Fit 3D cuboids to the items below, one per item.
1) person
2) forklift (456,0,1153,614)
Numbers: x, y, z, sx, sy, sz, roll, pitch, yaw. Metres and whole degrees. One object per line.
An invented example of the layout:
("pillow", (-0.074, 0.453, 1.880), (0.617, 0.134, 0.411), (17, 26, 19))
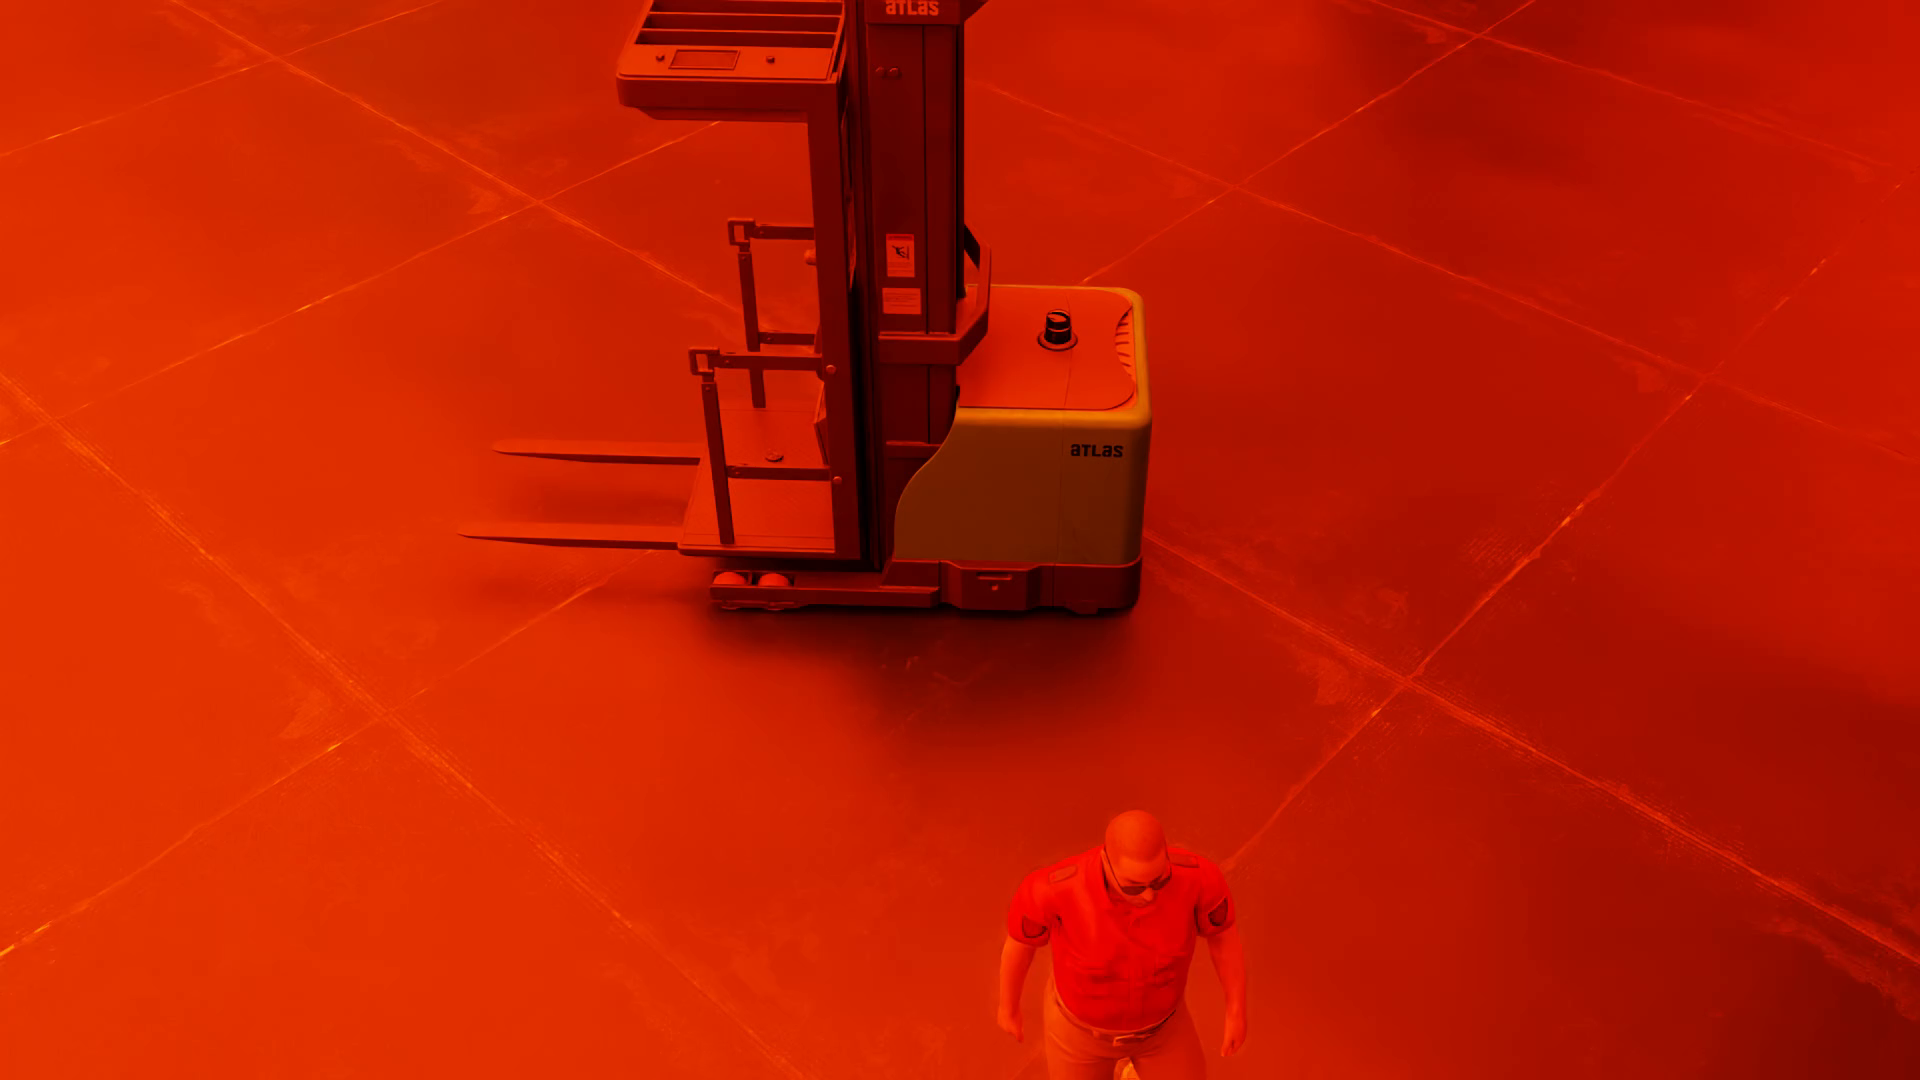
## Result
("person", (0.471, 1.380, 4.761), (0.699, 1.708, 0.477), (-7, 41, -8))
("forklift", (-0.707, -1.144, 6.762), (3.031, 2.935, 1.130), (2, 41, 2))
